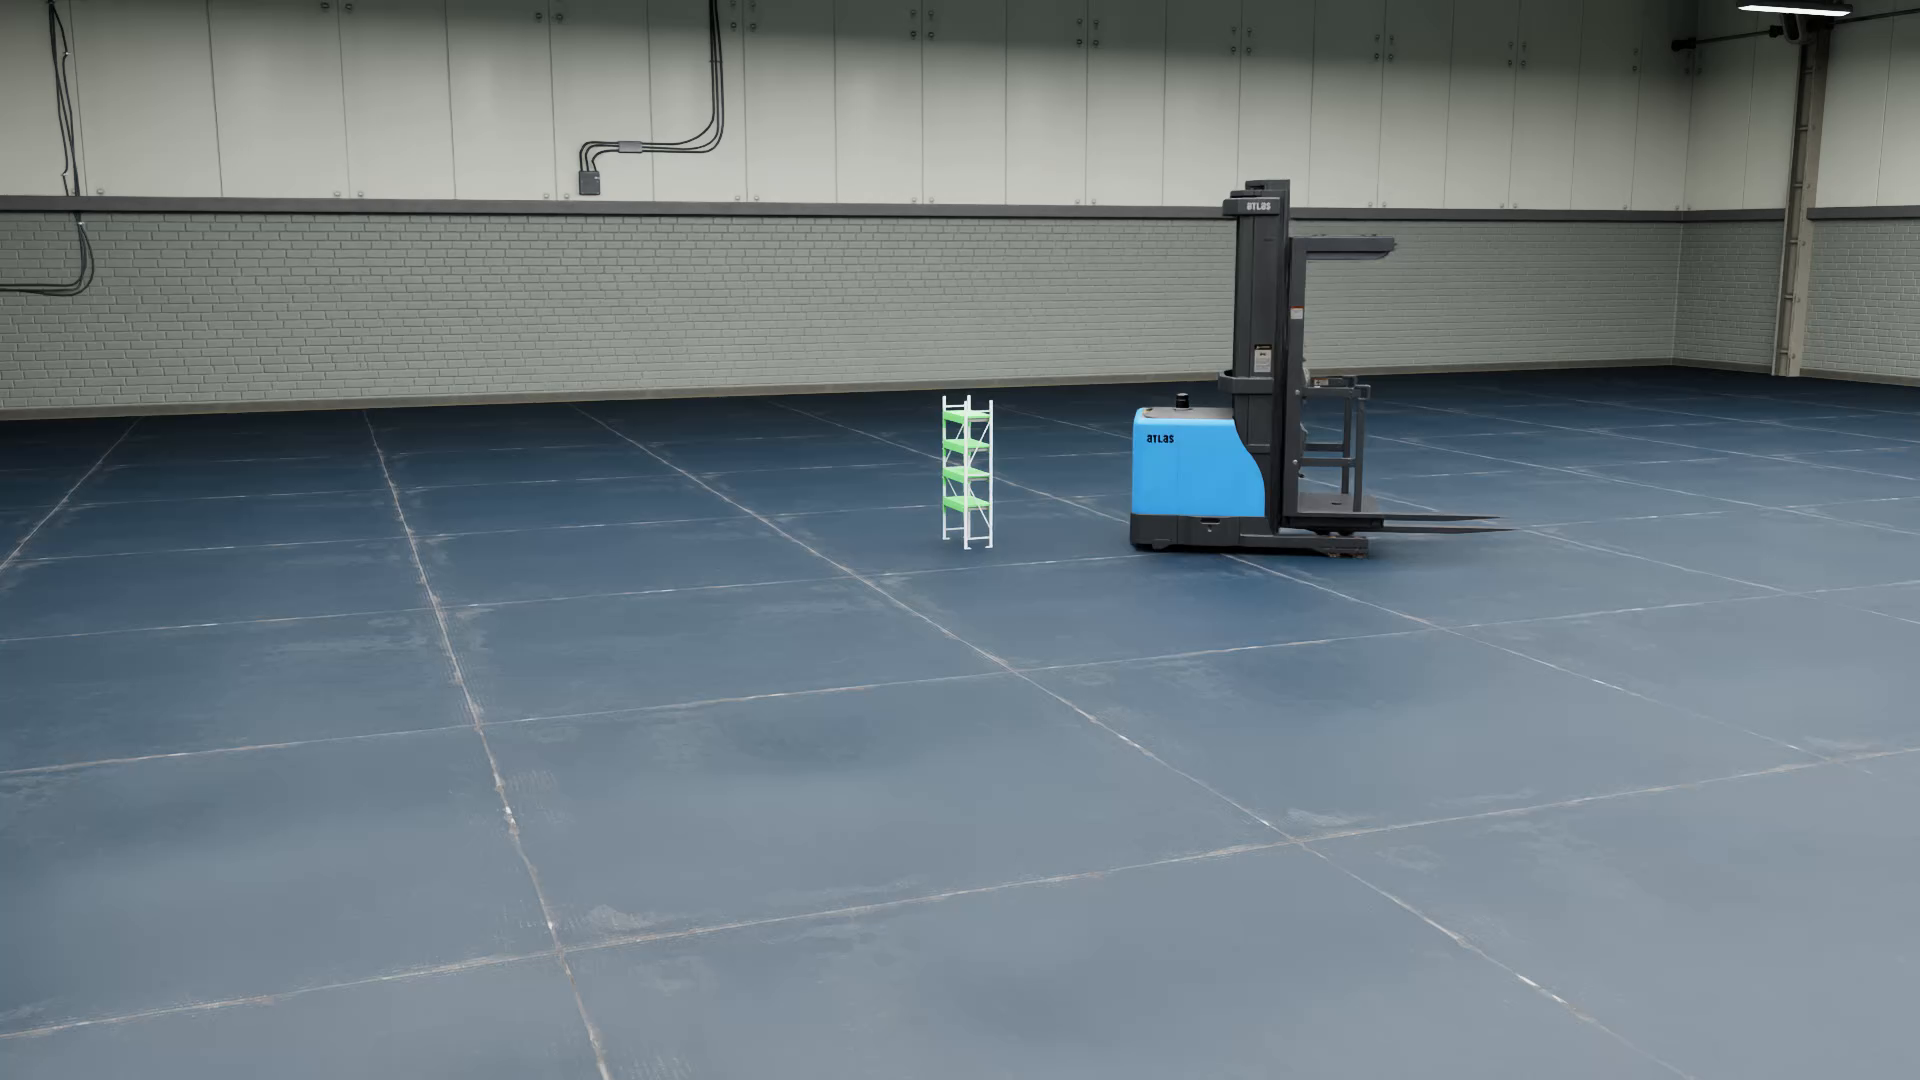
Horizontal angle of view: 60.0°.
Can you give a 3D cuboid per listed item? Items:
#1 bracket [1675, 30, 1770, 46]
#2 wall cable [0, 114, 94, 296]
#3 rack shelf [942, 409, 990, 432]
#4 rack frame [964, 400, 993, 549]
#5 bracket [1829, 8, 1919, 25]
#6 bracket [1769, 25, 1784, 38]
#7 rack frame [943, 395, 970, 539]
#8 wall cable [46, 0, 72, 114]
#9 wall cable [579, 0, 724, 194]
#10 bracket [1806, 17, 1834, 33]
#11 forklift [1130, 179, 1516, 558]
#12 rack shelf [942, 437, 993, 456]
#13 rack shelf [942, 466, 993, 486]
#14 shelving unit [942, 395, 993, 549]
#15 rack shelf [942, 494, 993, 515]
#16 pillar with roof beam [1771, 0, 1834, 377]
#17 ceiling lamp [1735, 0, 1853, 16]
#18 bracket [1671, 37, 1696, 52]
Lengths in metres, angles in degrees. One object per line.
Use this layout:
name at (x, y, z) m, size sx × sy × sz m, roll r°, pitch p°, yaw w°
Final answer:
bracket at (14.427, -9.633, 32.102) m, size 0.076 × 0.066 × 3.189 m, roll -4°, pitch 11°, yaw -21°
wall cable at (-13.641, -4.562, 22.739) m, size 3.097 × 2.526 × 0.112 m, roll -4°, pitch 11°, yaw -21°
rack shelf at (0.060, -0.973, 13.590) m, size 0.258 × 0.148 × 0.480 m, roll -4°, pitch 11°, yaw -21°
rack frame at (0.148, -0.524, 13.439) m, size 0.240 × 1.200 × 0.015 m, roll -4°, pitch 11°, yaw -21°
bracket at (16.306, -8.787, 27.343) m, size 0.076 × 0.066 × 4.783 m, roll -4°, pitch 11°, yaw -21°
bracket at (15.072, -9.343, 30.469) m, size 0.235 × 0.232 × 0.430 m, roll -4°, pitch 11°, yaw -21°
rack frame at (-0.028, -0.604, 13.887) m, size 0.240 × 1.200 × 0.015 m, roll -4°, pitch 11°, yaw -21°
wall cable at (-11.120, -7.220, 23.261) m, size 3.097 × 2.526 × 0.112 m, roll -4°, pitch 11°, yaw -21°
wall cable at (-4.787, -8.365, 25.541) m, size 2.305 × 6.003 × 0.169 m, roll -4°, pitch 11°, yaw -21°
bracket at (15.372, -9.207, 29.707) m, size 0.235 × 0.232 × 0.430 m, roll -4°, pitch 11°, yaw -21°
forklift at (2.929, -1.401, 13.426) m, size 3.031 × 2.935 × 1.130 m, roll 1°, pitch 10°, yaw 7°
rack shelf at (0.060, -0.737, 13.632) m, size 0.258 × 0.148 × 0.480 m, roll -4°, pitch 11°, yaw -21°
rack shelf at (0.060, -0.501, 13.674) m, size 0.258 × 0.148 × 0.480 m, roll -4°, pitch 11°, yaw -21°
shelving unit at (0.060, -0.564, 13.663) m, size 0.258 × 1.200 × 0.503 m, roll -4°, pitch 11°, yaw -21°
rack shelf at (0.060, -0.265, 13.716) m, size 0.258 × 0.148 × 0.480 m, roll -4°, pitch 11°, yaw -21°
pillar with roof beam at (11.540, -7.252, 28.994) m, size 9.100 × 9.000 × 0.548 m, roll -4°, pitch 11°, yaw -21°
ceiling lamp at (12.330, -9.453, 24.703) m, size 2.000 × 3.185 × 0.800 m, roll -4°, pitch 11°, yaw -21°
bracket at (14.213, -9.729, 32.644) m, size 0.235 × 0.232 × 0.430 m, roll -4°, pitch 11°, yaw -21°
